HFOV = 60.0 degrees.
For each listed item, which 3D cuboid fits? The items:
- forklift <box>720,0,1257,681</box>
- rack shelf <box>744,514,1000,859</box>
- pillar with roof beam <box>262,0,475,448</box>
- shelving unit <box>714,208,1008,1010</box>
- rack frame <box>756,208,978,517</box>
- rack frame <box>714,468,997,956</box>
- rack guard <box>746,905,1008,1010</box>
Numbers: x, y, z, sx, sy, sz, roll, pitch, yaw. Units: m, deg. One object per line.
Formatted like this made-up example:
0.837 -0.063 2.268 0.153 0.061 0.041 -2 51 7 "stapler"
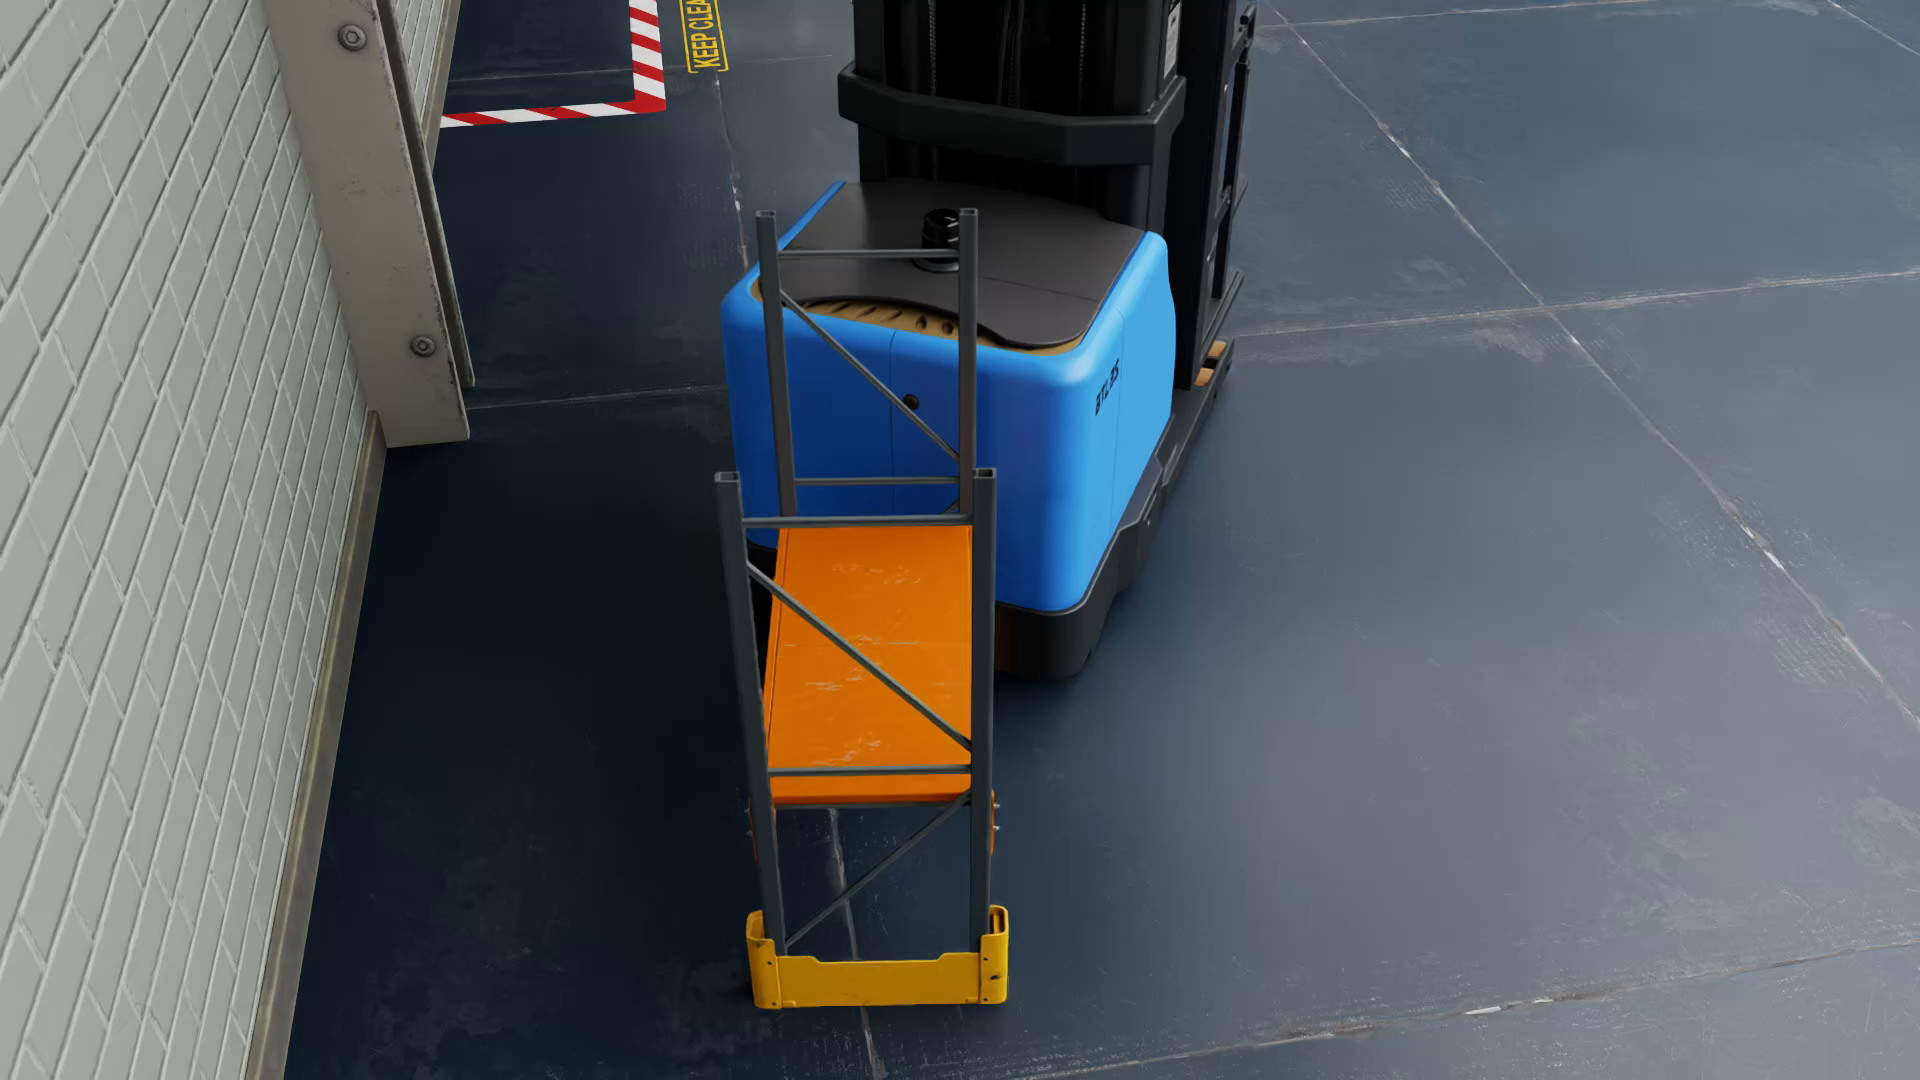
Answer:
0.339 -1.673 5.014 1.130 2.935 3.031 13 40 16 "forklift"
-0.198 0.307 3.926 0.538 0.185 1.000 -1 38 -1 "rack shelf"
2.370 -4.463 3.660 9.100 9.000 0.400 -6 38 -8 "pillar with roof beam"
-0.198 0.159 3.823 0.587 1.500 1.083 -1 38 -1 "shelving unit"
-0.210 -0.147 4.217 0.500 1.500 0.032 -1 38 -1 "rack frame"
-0.185 0.476 3.414 0.500 1.500 0.032 -1 38 -1 "rack frame"
-0.185 0.958 3.813 0.587 0.250 0.087 -1 38 -1 "rack guard"
